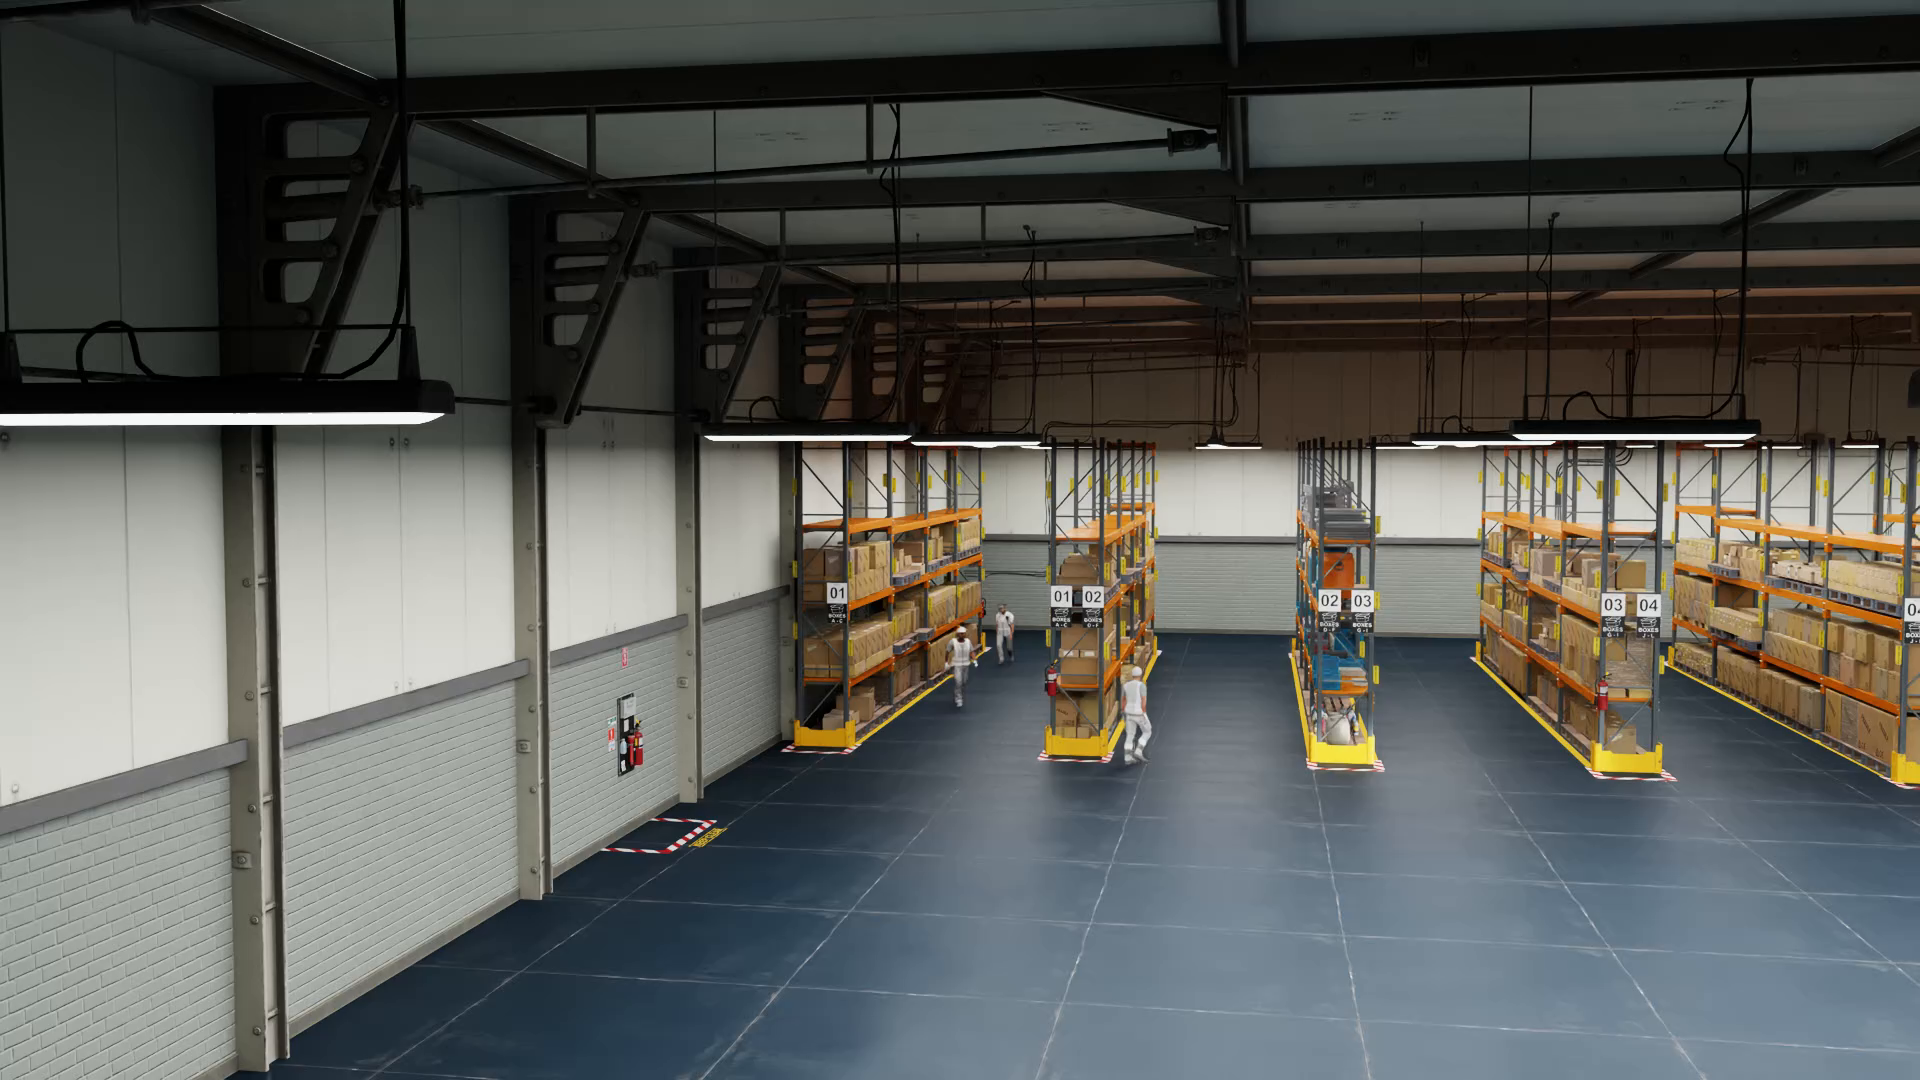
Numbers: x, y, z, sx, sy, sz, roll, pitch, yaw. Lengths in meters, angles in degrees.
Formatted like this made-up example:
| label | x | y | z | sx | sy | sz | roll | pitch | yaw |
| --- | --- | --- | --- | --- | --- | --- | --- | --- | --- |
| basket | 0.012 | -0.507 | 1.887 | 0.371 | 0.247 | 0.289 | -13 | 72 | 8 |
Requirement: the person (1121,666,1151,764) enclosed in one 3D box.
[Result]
| label | x | y | z | sx | sy | sz | roll | pitch | yaw |
| --- | --- | --- | --- | --- | --- | --- | --- | --- | --- |
| person | 3.223 | 3.203 | 30.465 | 0.510 | 1.769 | 0.594 | -3 | 4 | -44 |

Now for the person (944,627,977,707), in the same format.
| label | x | y | z | sx | sy | sz | roll | pitch | yaw |
| --- | --- | --- | --- | --- | --- | --- | --- | --- | --- |
| person | 0.010 | 2.845 | 37.621 | 0.649 | 1.774 | 0.804 | -1 | 3 | -24 |

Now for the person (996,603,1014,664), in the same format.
| label | x | y | z | sx | sy | sz | roll | pitch | yaw |
| --- | --- | --- | --- | --- | --- | --- | --- | --- | --- |
| person | 1.202 | 2.524 | 44.952 | 0.527 | 1.633 | 1.025 | 1 | 3 | 14 |
